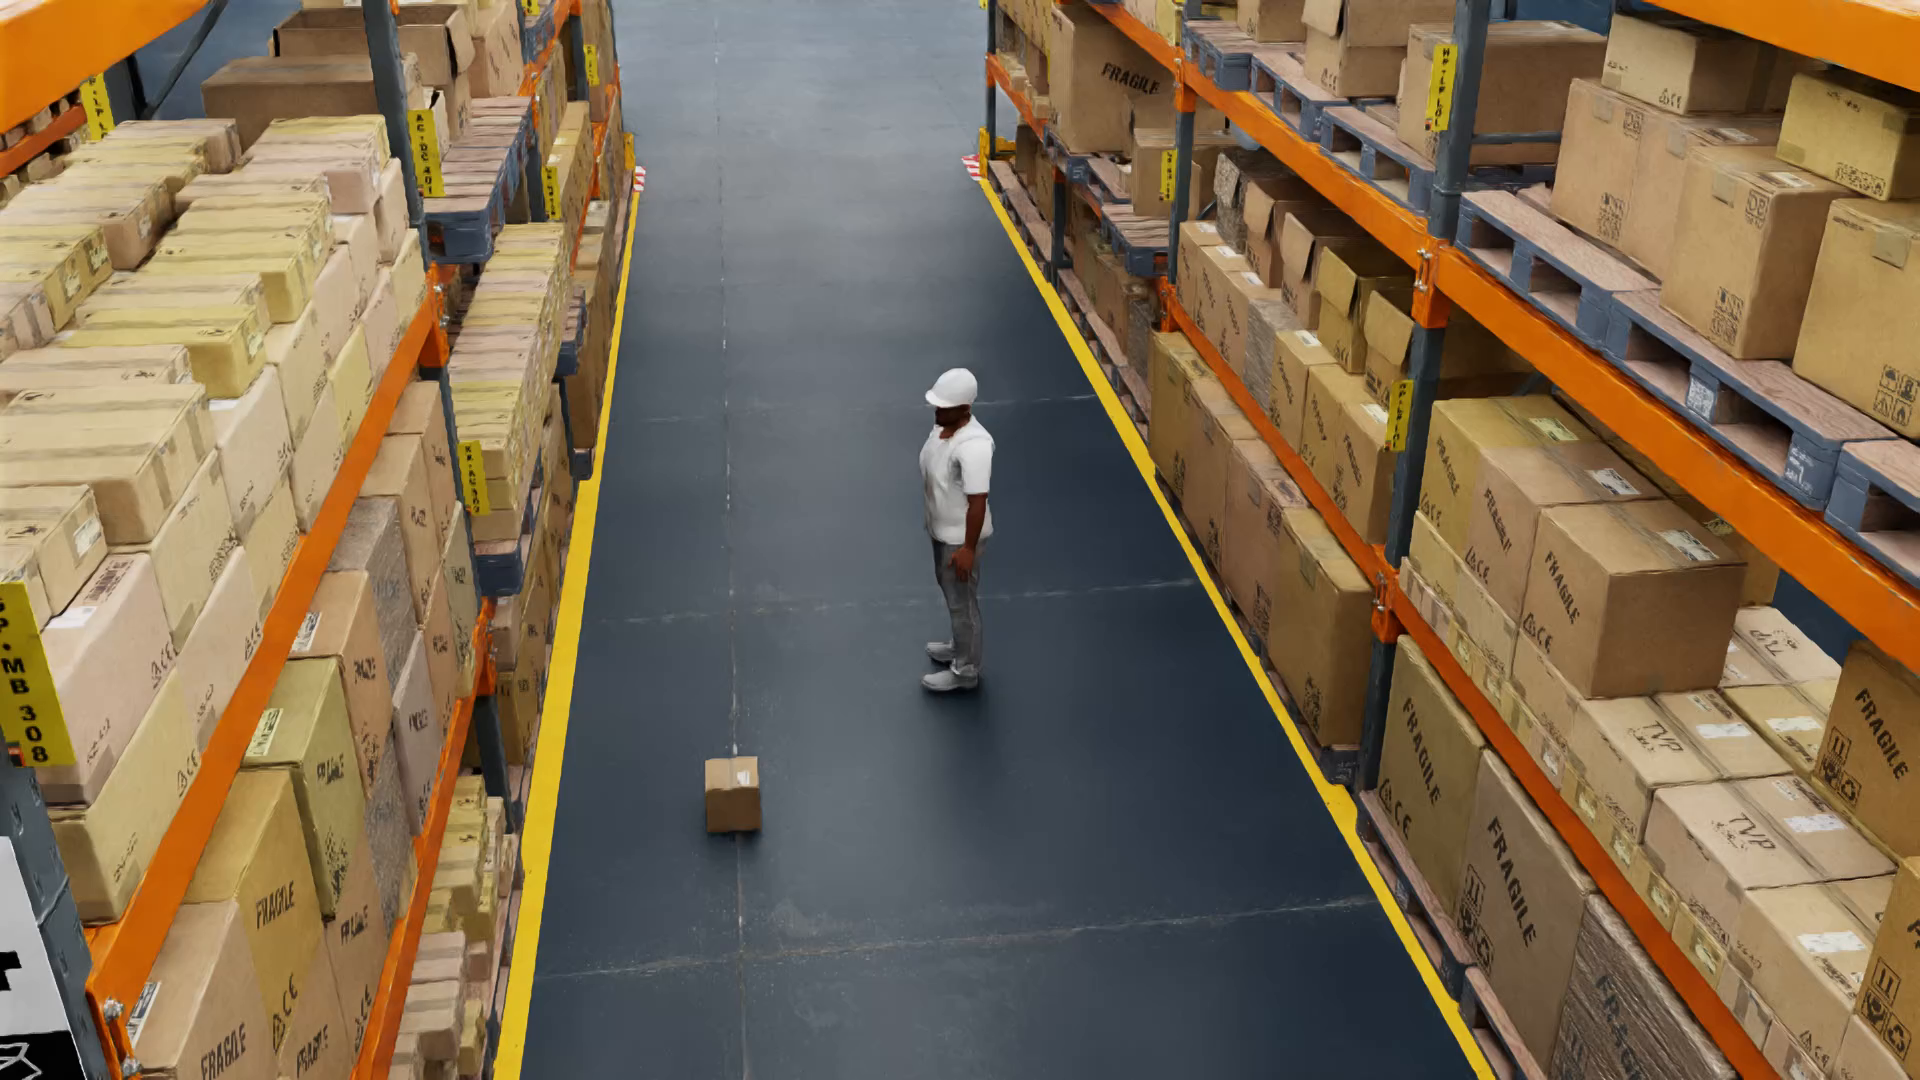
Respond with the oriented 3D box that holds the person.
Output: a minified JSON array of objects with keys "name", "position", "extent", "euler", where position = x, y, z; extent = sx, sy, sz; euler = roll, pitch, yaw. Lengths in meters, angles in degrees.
[{"name":"person","position":[-0.043,-0.055,8.635],"extent":[0.386,1.774,0.646],"euler":[-7,28,-13]}]
